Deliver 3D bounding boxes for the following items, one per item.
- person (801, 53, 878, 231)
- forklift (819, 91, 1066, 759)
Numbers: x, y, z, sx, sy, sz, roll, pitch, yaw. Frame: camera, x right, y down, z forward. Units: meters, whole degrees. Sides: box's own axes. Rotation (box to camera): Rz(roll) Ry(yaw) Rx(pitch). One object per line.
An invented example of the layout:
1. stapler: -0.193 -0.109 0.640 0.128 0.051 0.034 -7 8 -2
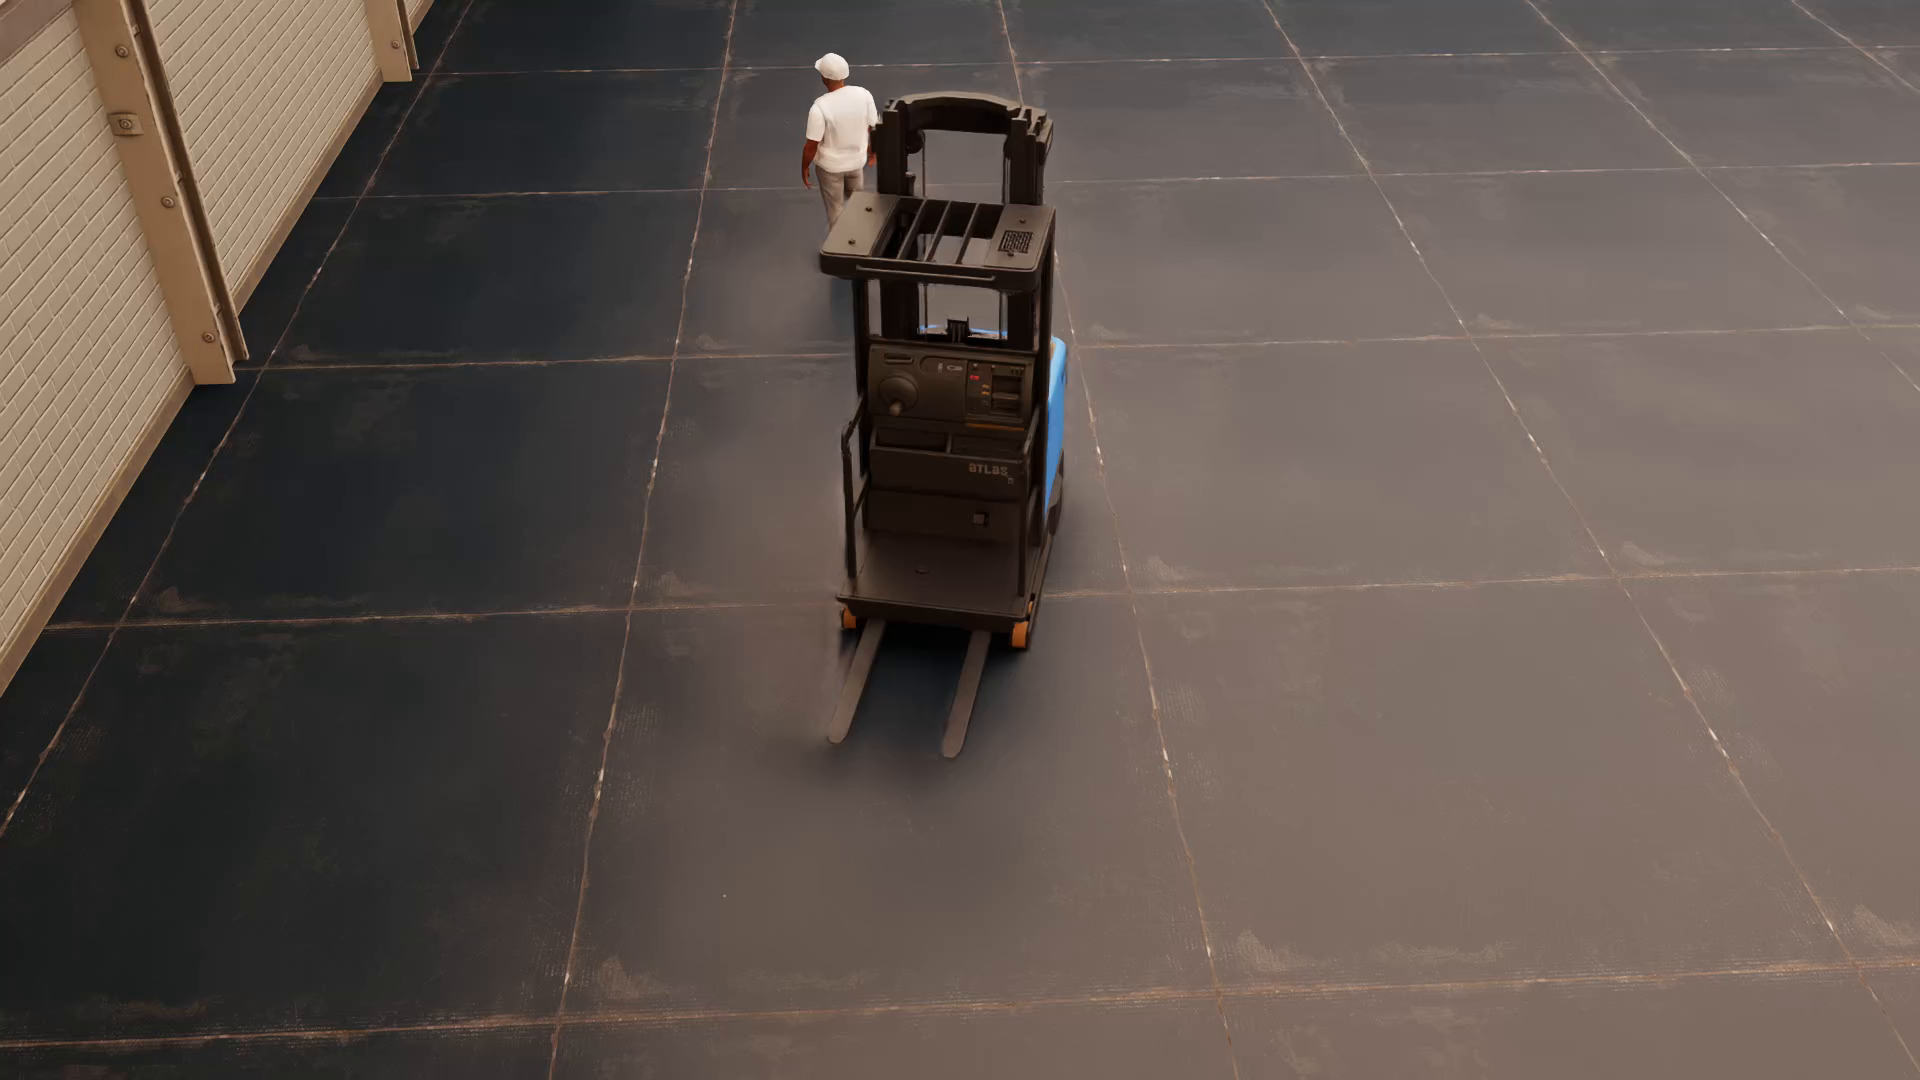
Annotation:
1. person: -0.979 -3.019 13.132 0.665 1.766 0.577 -20 41 -25
2. forklift: -0.089 -0.791 9.097 1.130 2.935 3.031 6 37 8
